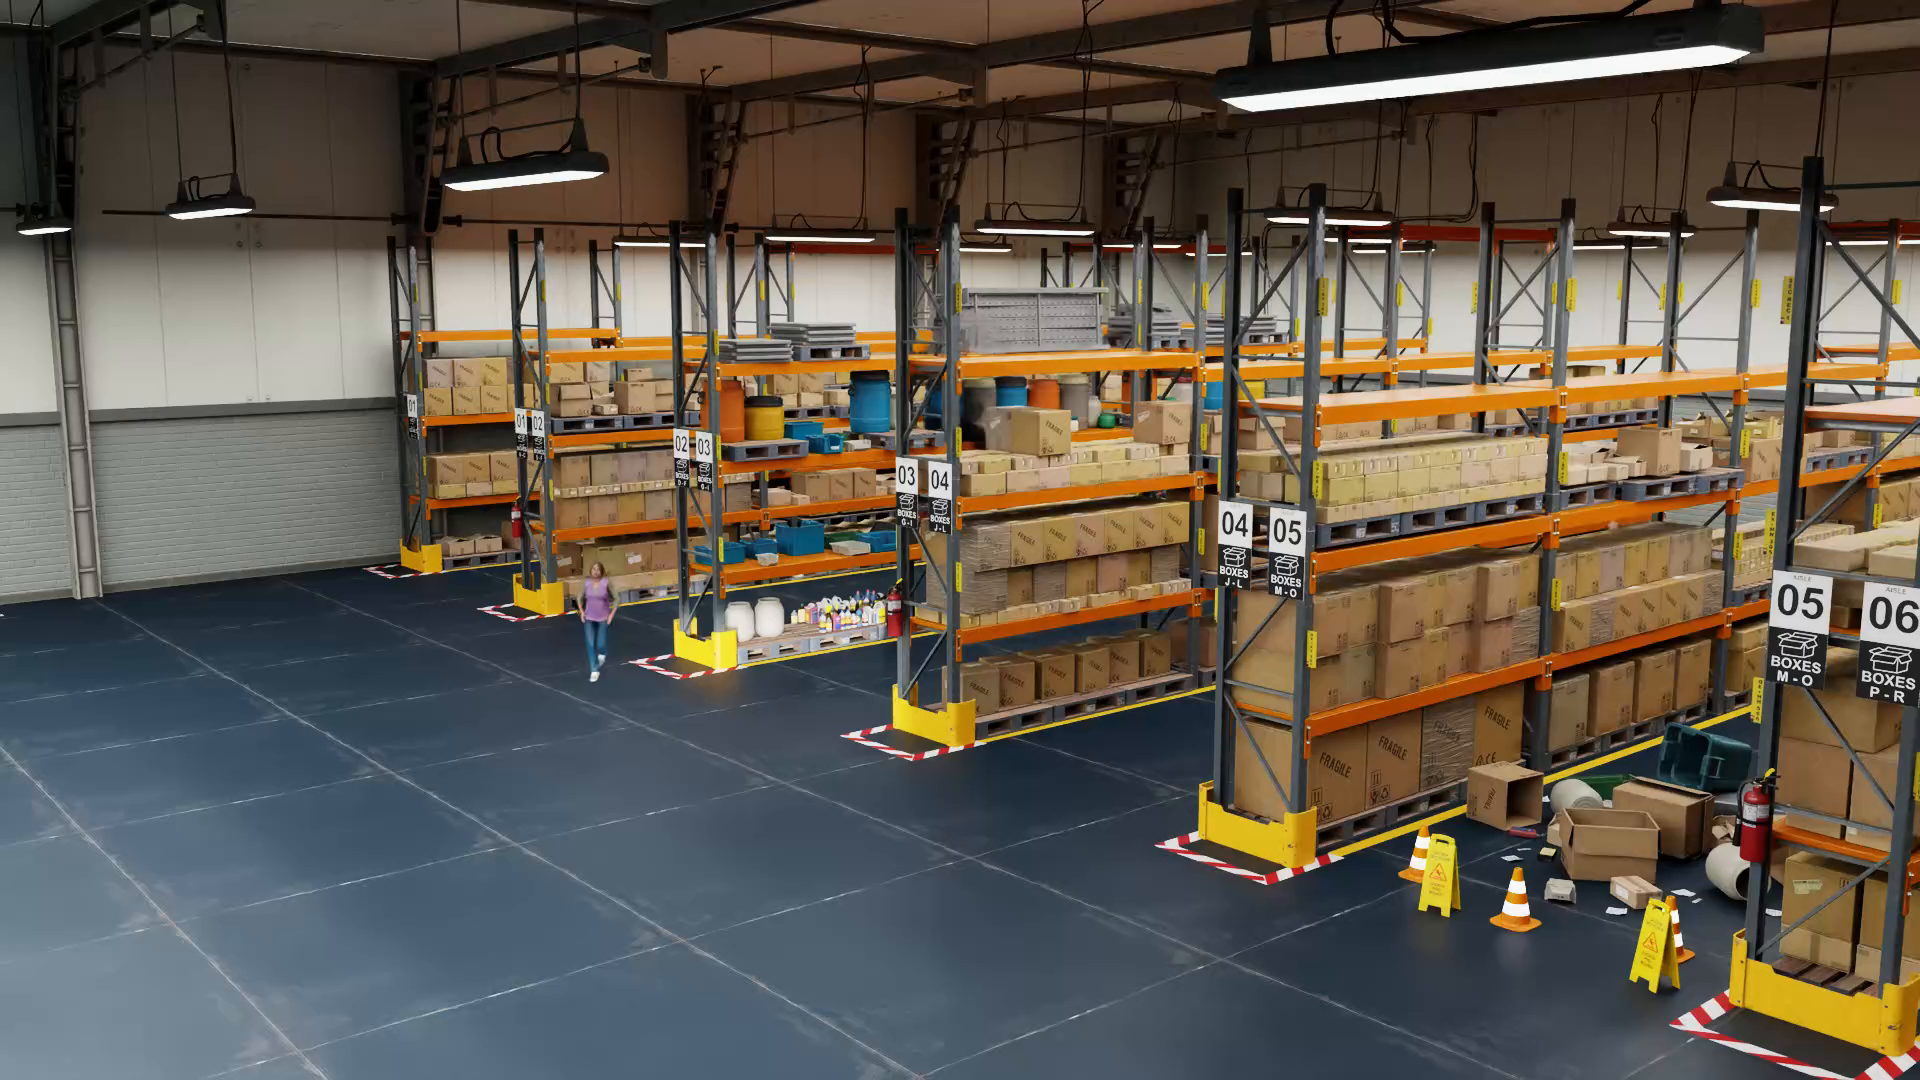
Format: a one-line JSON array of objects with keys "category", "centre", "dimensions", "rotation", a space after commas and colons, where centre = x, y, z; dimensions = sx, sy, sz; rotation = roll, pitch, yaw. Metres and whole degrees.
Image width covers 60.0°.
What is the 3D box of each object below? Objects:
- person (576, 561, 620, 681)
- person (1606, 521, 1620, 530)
[{"category": "person", "centre": [-4.778, 1.047, 21.980], "dimensions": [0.571, 1.565, 0.570], "rotation": [-1, 9, -4]}, {"category": "person", "centre": [9.345, 0.635, 23.907], "dimensions": [0.720, 1.828, 0.739], "rotation": [9, 12, 44]}]
